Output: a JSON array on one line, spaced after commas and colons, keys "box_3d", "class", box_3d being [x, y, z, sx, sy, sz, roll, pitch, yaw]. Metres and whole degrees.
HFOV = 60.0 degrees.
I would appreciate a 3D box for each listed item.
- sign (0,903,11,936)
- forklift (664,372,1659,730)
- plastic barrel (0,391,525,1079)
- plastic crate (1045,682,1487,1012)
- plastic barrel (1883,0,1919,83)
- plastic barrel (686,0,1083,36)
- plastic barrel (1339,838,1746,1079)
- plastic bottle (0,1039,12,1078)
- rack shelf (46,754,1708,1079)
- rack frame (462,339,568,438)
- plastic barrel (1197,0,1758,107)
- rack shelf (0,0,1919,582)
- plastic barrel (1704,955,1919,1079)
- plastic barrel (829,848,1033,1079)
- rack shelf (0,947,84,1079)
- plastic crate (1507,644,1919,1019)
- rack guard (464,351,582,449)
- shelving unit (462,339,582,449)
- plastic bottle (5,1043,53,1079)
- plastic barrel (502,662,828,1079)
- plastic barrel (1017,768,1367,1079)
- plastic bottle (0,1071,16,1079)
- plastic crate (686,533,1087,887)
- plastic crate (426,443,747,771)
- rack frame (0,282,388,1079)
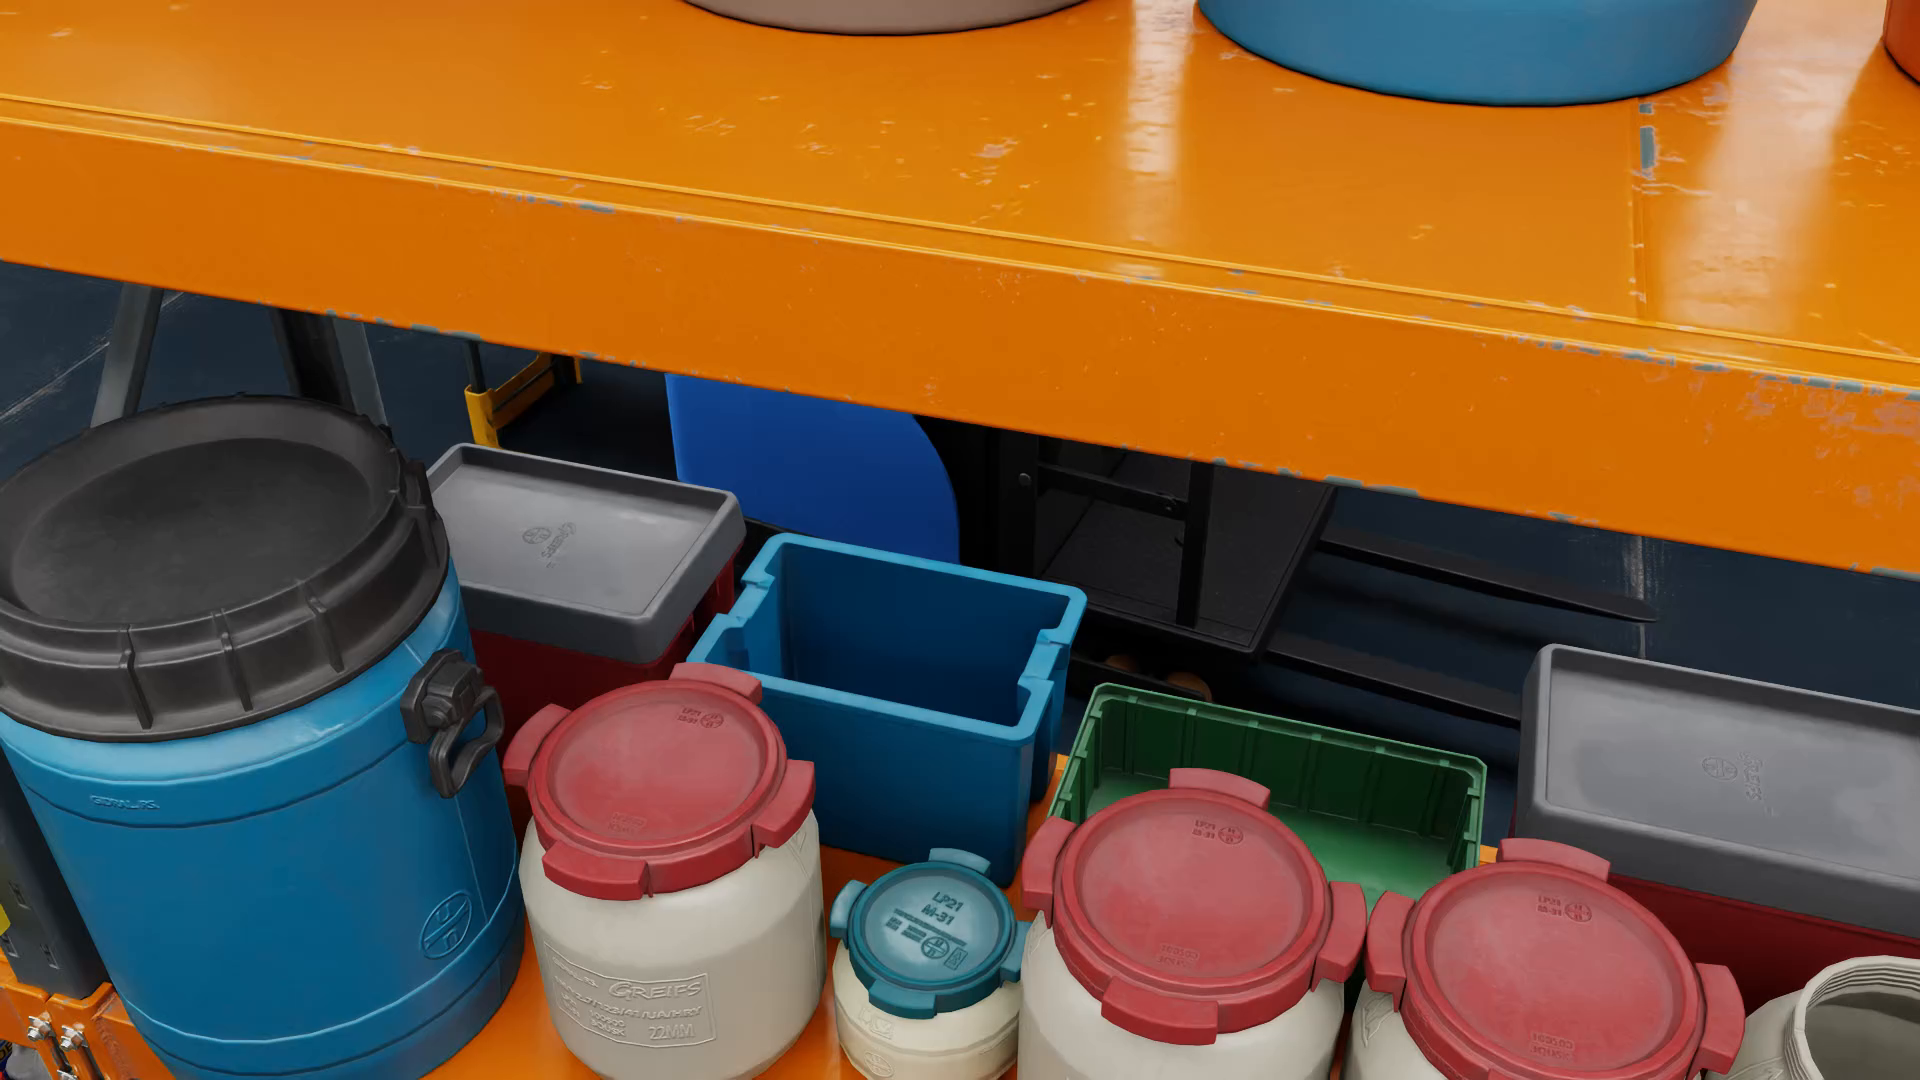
[{"box_3d": [-1.432, 0.471, 2.346, 0.005, 0.325, 0.100, 10, 38, 14], "class": "sign"}, {"box_3d": [0.621, -0.980, 4.609, 3.031, 2.935, 1.130, 15, 39, 20], "class": "forklift"}, {"box_3d": [-0.979, 0.311, 2.374, 0.708, 0.901, 0.600, 10, 38, 14], "class": "plastic barrel"}, {"box_3d": [0.489, 0.507, 2.710, 0.662, 0.188, 0.450, 10, 38, 14], "class": "plastic crate"}, {"box_3d": [1.217, -0.784, 1.392, 0.708, 0.830, 0.600, 10, 38, 14], "class": "plastic barrel"}, {"box_3d": [-0.083, -1.054, 1.698, 0.600, 0.901, 0.600, 0, 36, 0], "class": "plastic barrel"}, {"box_3d": [0.703, 0.718, 2.130, 0.433, 0.535, 0.433, 0, 36, 0], "class": "plastic barrel"}, {"box_3d": [-2.121, 1.120, 3.624, 0.135, 0.276, 0.152, 10, 38, 14], "class": "plastic bottle"}, {"box_3d": [0.651, 0.916, 2.581, 4.000, 0.370, 1.077, 10, 38, 14], "class": "rack shelf"}, {"box_3d": [-1.674, -1.098, 5.976, 0.032, 1.500, 0.500, 15, 39, 20], "class": "rack frame"}, {"box_3d": [0.541, -0.939, 1.541, 0.708, 0.901, 0.600, 10, 38, 14], "class": "plastic barrel"}, {"box_3d": [0.651, -0.292, 1.692, 4.000, 0.370, 1.077, 10, 38, 14], "class": "rack shelf"}, {"box_3d": [1.113, 0.800, 2.039, 0.421, 0.512, 0.421, 0, 36, 0], "class": "plastic barrel"}, {"box_3d": [-0.040, 0.650, 2.454, 0.301, 0.262, 0.301, 0, 36, 0], "class": "plastic barrel"}, {"box_3d": [-3.167, 0.209, 3.542, 4.000, 0.370, 1.077, 10, 38, 14], "class": "rack shelf"}, {"box_3d": [1.109, 0.496, 2.492, 0.583, 0.464, 0.402, 10, 38, 14], "class": "plastic crate"}, {"box_3d": [-1.656, -0.589, 6.340, 0.087, 0.250, 0.587, 15, 39, 20], "class": "rack guard"}, {"box_3d": [-1.204, -0.969, 5.802, 1.083, 1.500, 0.587, 15, 39, 20], "class": "shelving unit"}, {"box_3d": [-1.915, 1.130, 3.547, 0.185, 0.351, 0.144, 10, 38, 14], "class": "plastic bottle"}, {"box_3d": [-0.410, 0.512, 2.410, 0.433, 0.535, 0.433, 0, 36, 0], "class": "plastic barrel"}, {"box_3d": [0.290, 0.641, 2.234, 0.433, 0.535, 0.433, 0, 36, 0], "class": "plastic barrel"}, {"box_3d": [-1.958, 1.212, 3.436, 0.185, 0.351, 0.144, 10, 37, 13], "class": "plastic bottle"}, {"box_3d": [-0.112, 0.299, 2.827, 0.575, 0.384, 0.392, 10, 38, 14], "class": "plastic crate"}, {"box_3d": [-0.704, 0.160, 2.948, 0.583, 0.464, 0.402, 10, 38, 14], "class": "plastic crate"}, {"box_3d": [-1.258, 0.273, 2.848, 0.127, 3.000, 1.000, 10, 38, 14], "class": "rack frame"}]
